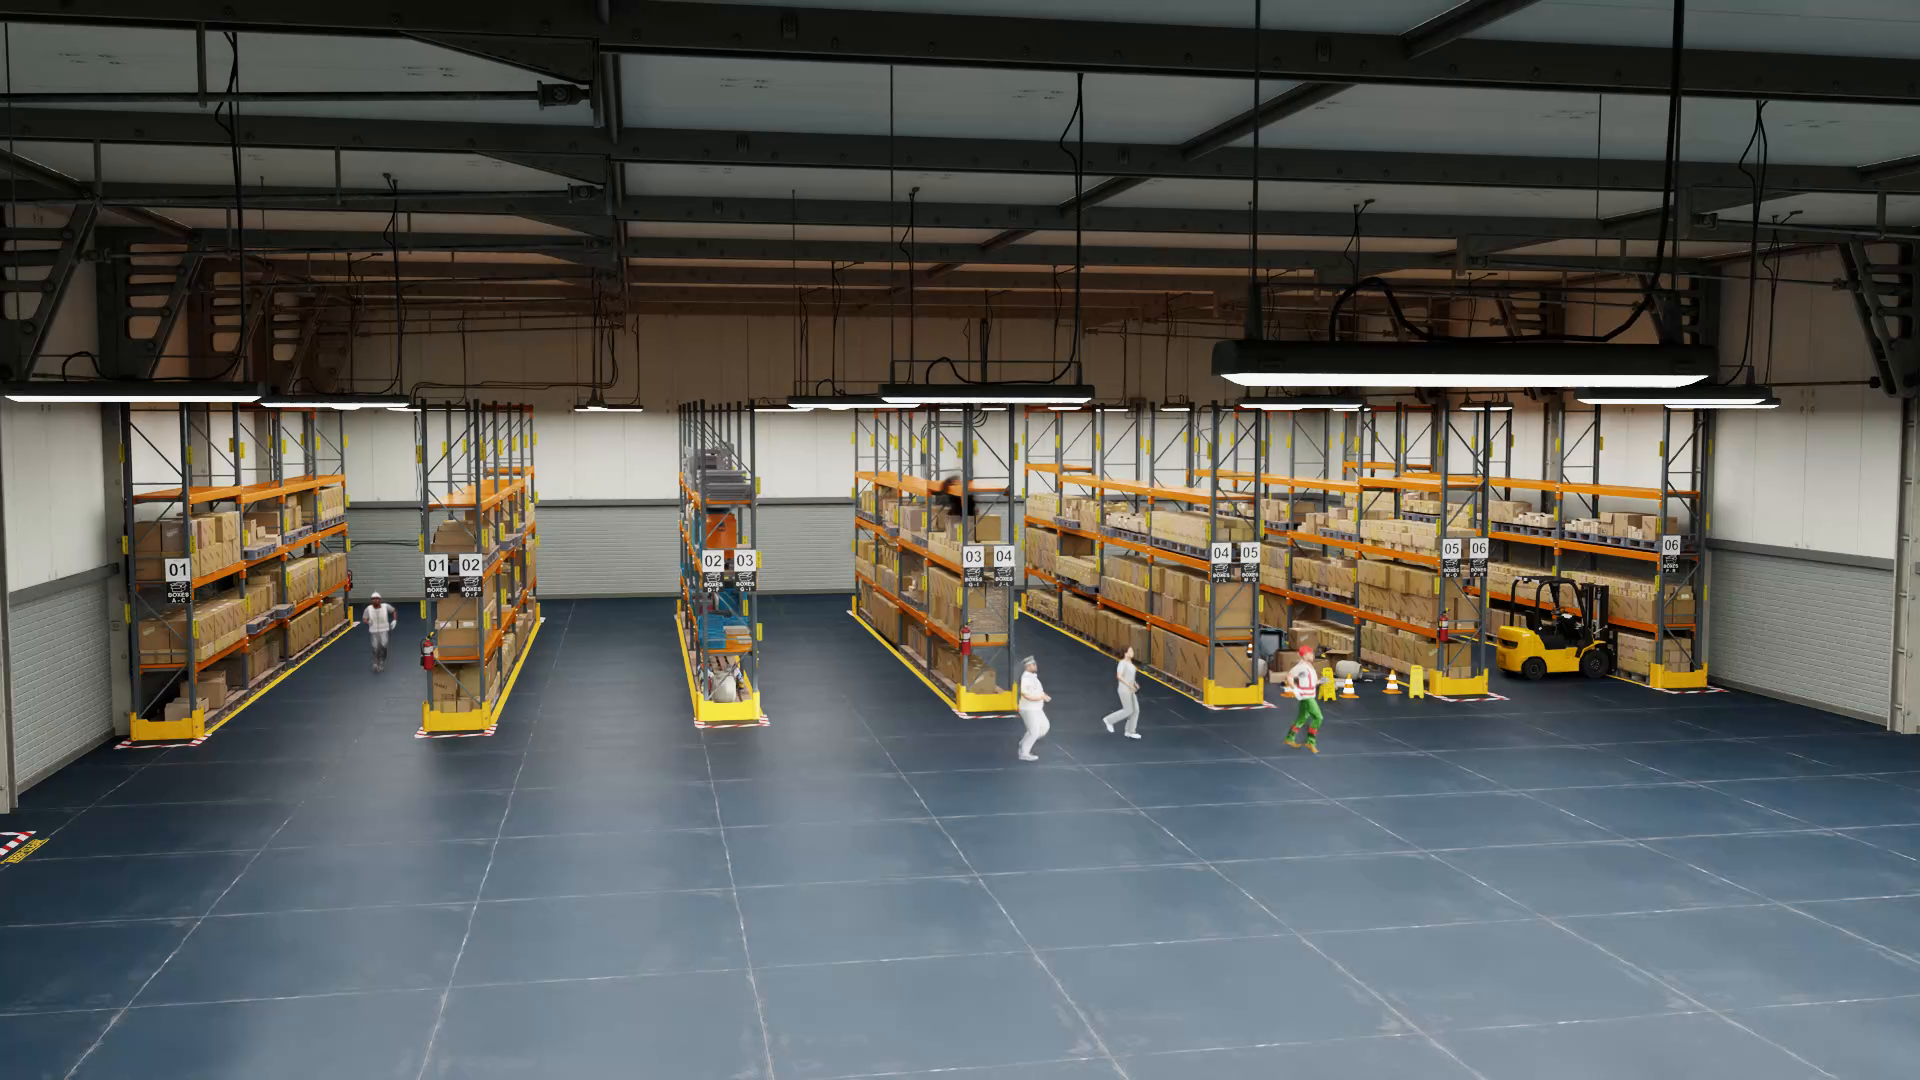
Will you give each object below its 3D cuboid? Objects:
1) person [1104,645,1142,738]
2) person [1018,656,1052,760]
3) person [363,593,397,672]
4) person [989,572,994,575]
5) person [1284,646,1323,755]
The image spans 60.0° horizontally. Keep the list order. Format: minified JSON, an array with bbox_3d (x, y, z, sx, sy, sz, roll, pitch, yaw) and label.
[{"bbox_3d":[2.912,2.681,29.551,0.685,1.651,0.589,2,5,24],"label":"person"},{"bbox_3d":[1.244,2.771,27.482,0.602,1.744,0.650,1,4,14],"label":"person"},{"bbox_3d":[-12.889,2.042,36.929,0.696,1.761,0.860,-1,4,-13],"label":"person"},{"bbox_3d":[0.947,1.207,49.514,0.698,1.600,0.697,-1,5,-18],"label":"person"},{"bbox_3d":[5.833,2.705,28.189,0.678,1.841,0.628,2,5,21],"label":"person"}]
